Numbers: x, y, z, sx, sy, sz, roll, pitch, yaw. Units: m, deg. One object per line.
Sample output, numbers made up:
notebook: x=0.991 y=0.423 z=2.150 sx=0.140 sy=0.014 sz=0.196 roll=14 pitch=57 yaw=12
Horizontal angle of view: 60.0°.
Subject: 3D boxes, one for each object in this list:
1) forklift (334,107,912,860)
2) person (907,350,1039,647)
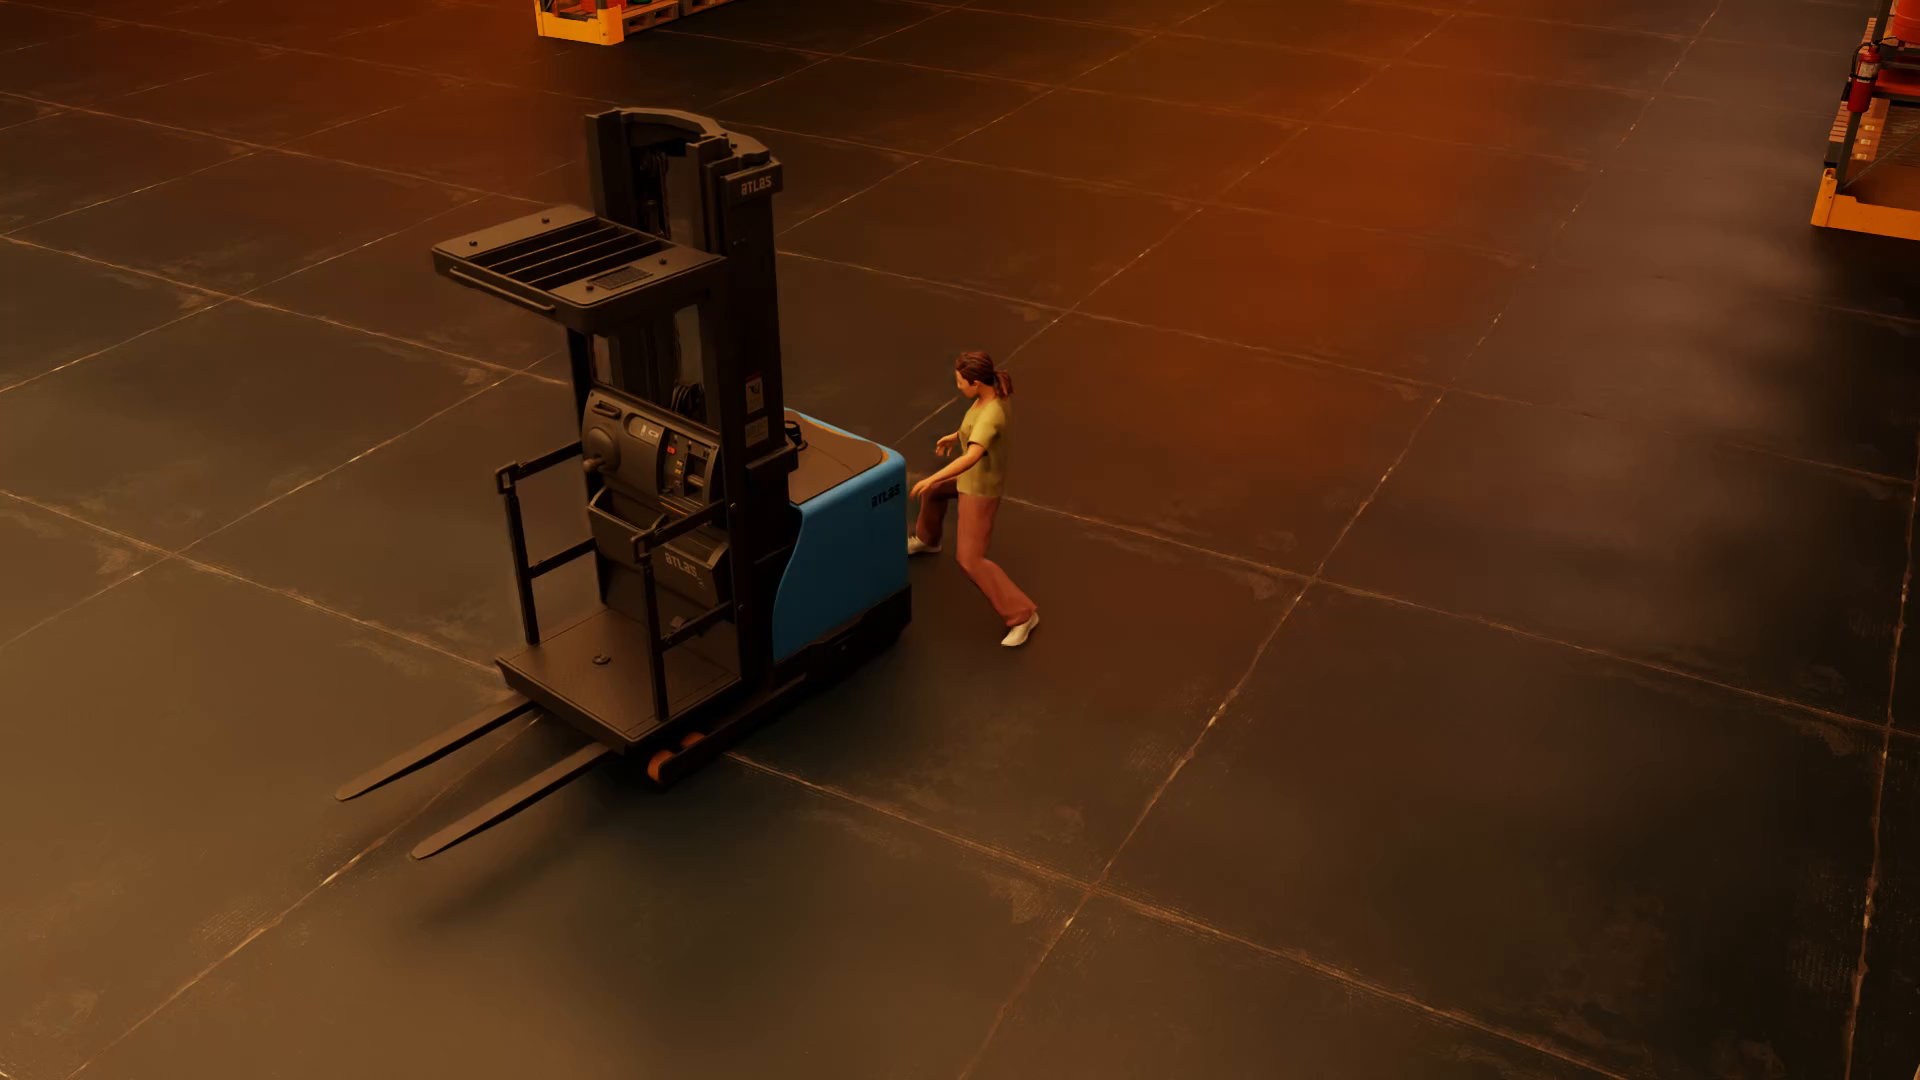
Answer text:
forklift: x=-1.605 y=-0.381 z=7.731 sx=1.130 sy=2.935 sz=3.031 roll=23 pitch=37 yaw=34
person: x=0.006 y=-0.325 z=9.105 sx=0.944 sy=1.523 sz=1.009 roll=4 pitch=30 yaw=7
